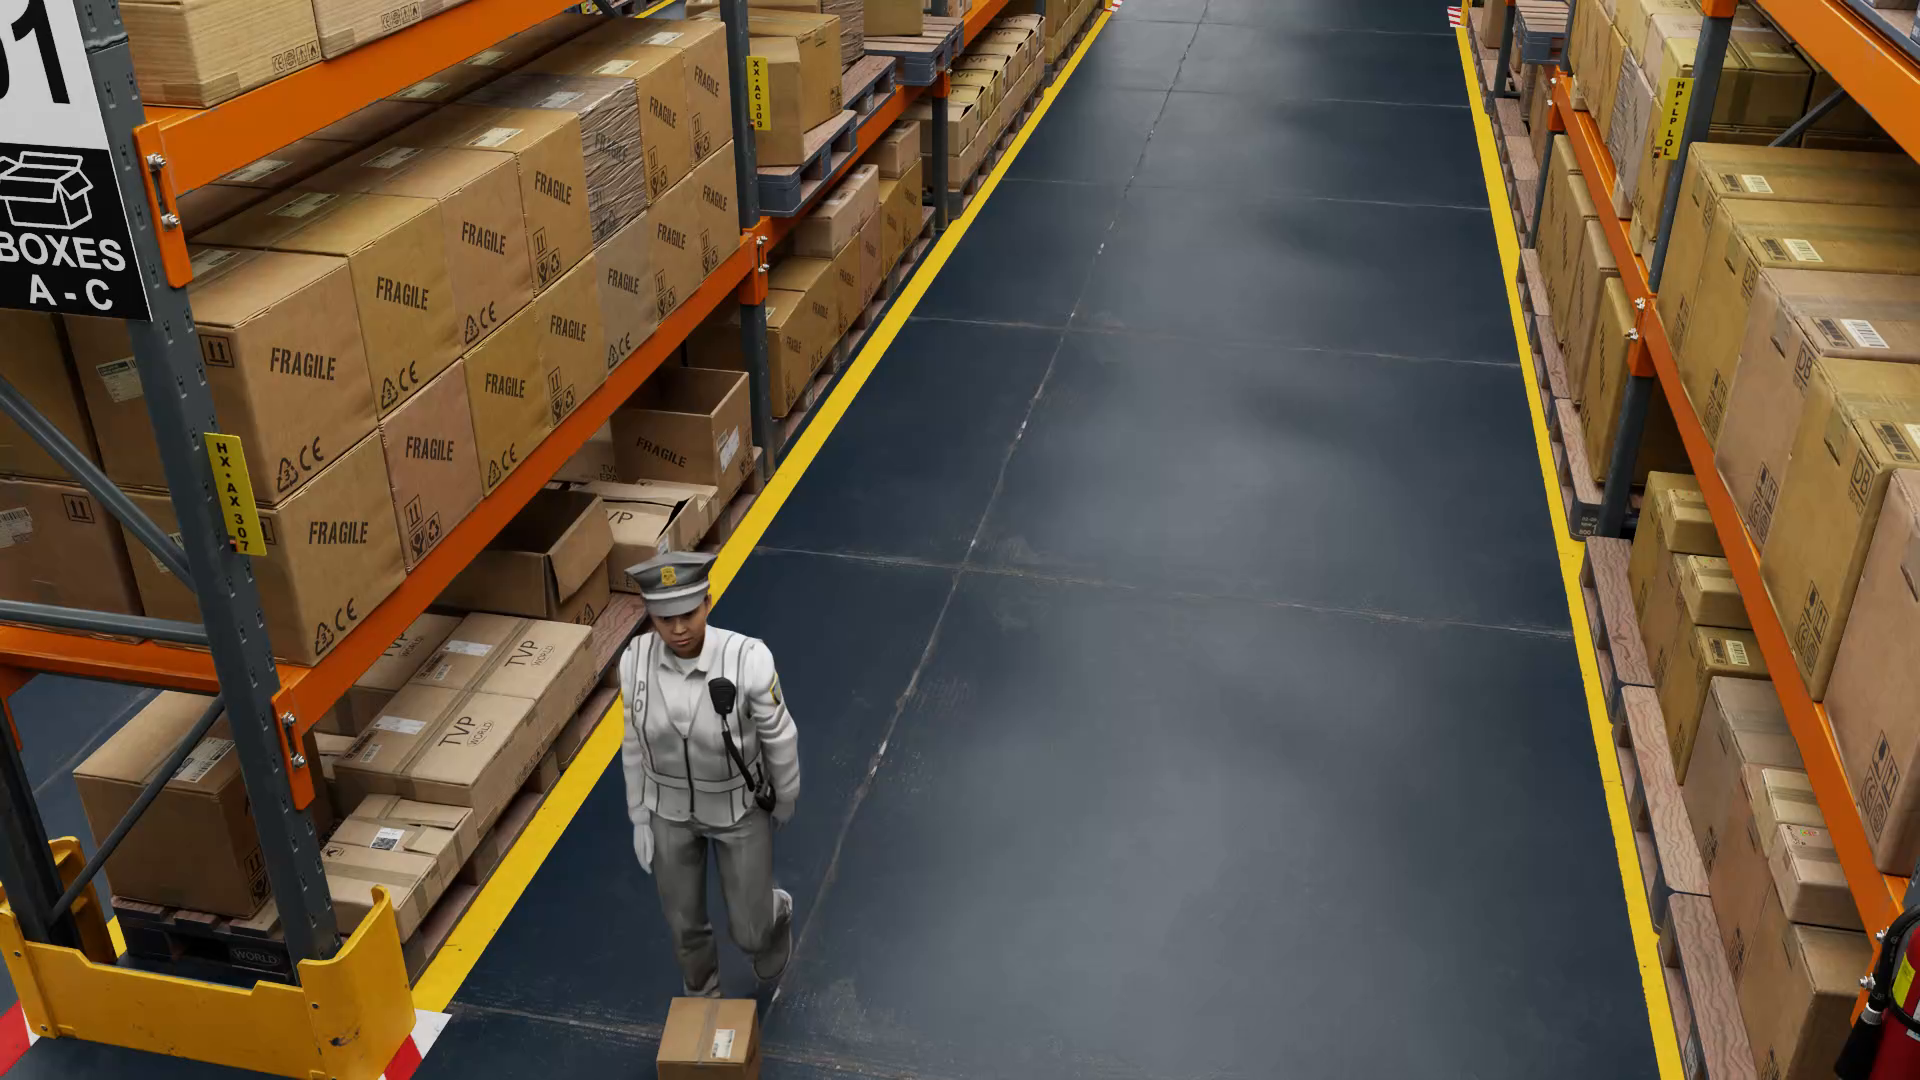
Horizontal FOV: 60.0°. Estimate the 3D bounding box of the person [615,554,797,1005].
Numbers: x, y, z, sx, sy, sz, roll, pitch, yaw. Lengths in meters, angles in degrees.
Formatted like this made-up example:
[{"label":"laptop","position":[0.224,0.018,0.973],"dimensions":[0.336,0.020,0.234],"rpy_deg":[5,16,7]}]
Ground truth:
[{"label":"person","position":[-0.703,0.739,4.717],"dimensions":[0.486,1.675,0.465],"rpy_deg":[4,29,7]}]
